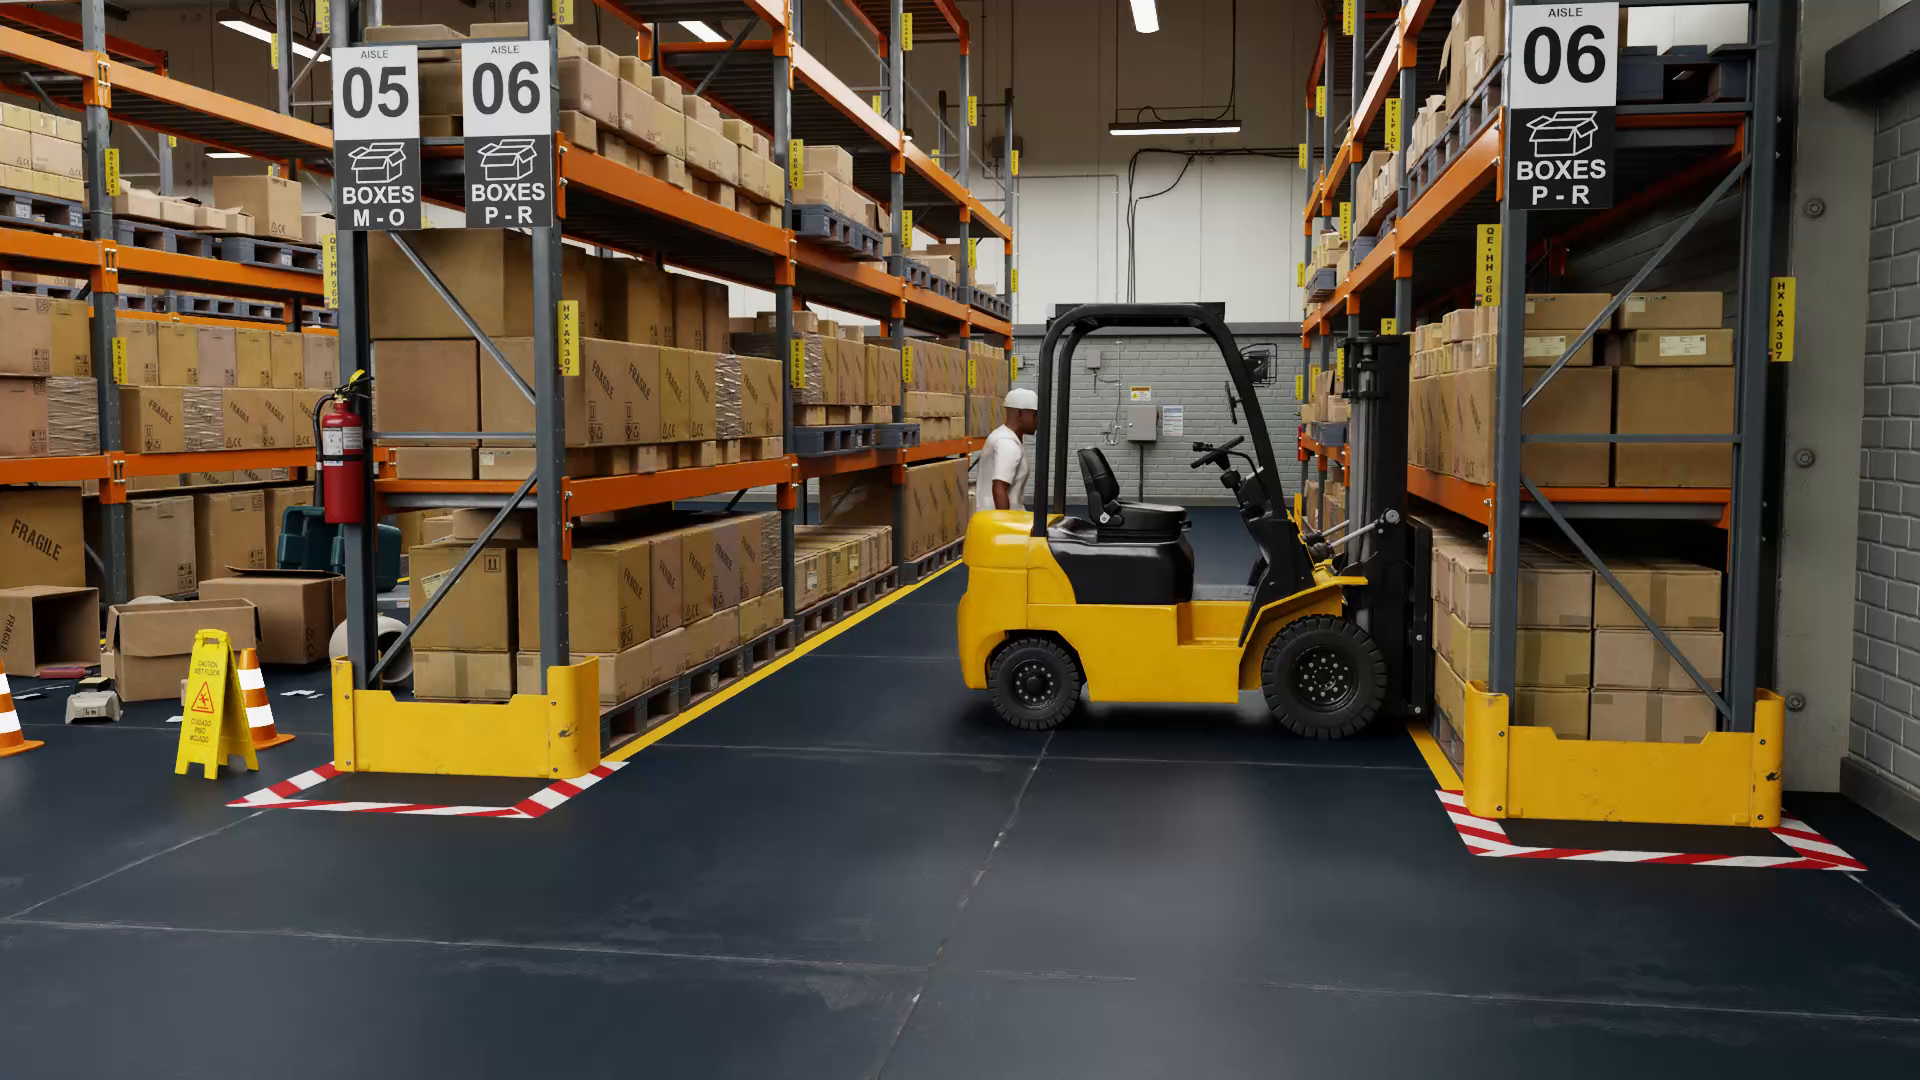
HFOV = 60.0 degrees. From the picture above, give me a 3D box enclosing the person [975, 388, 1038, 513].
[{"bbox_3d":[0.326,-0.078,10.533,0.459,1.760,0.630,0,4,6],"label":"person"}]
